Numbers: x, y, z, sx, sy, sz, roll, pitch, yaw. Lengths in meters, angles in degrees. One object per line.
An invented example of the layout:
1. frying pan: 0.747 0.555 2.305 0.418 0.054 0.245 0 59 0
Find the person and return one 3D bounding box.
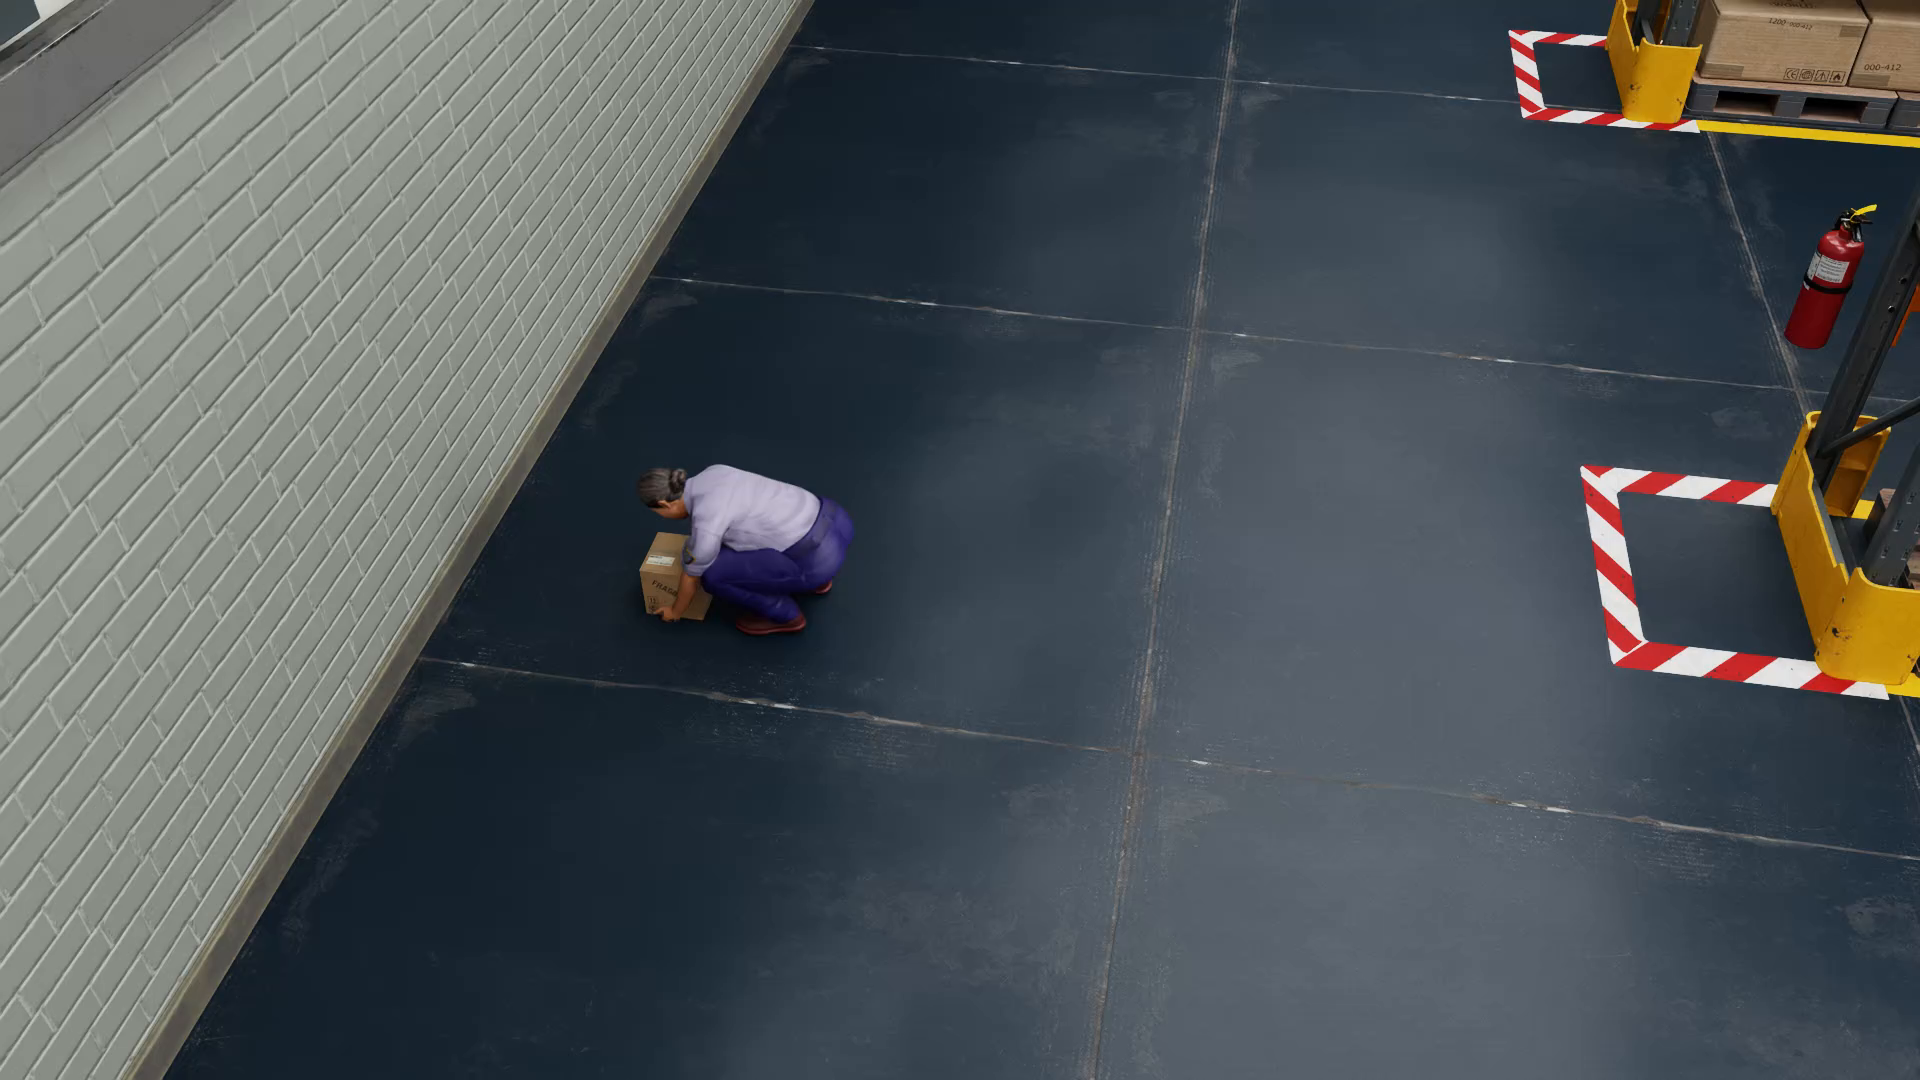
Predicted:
1. person: -0.872 0.024 6.892 0.848 0.816 0.513 6 41 7
